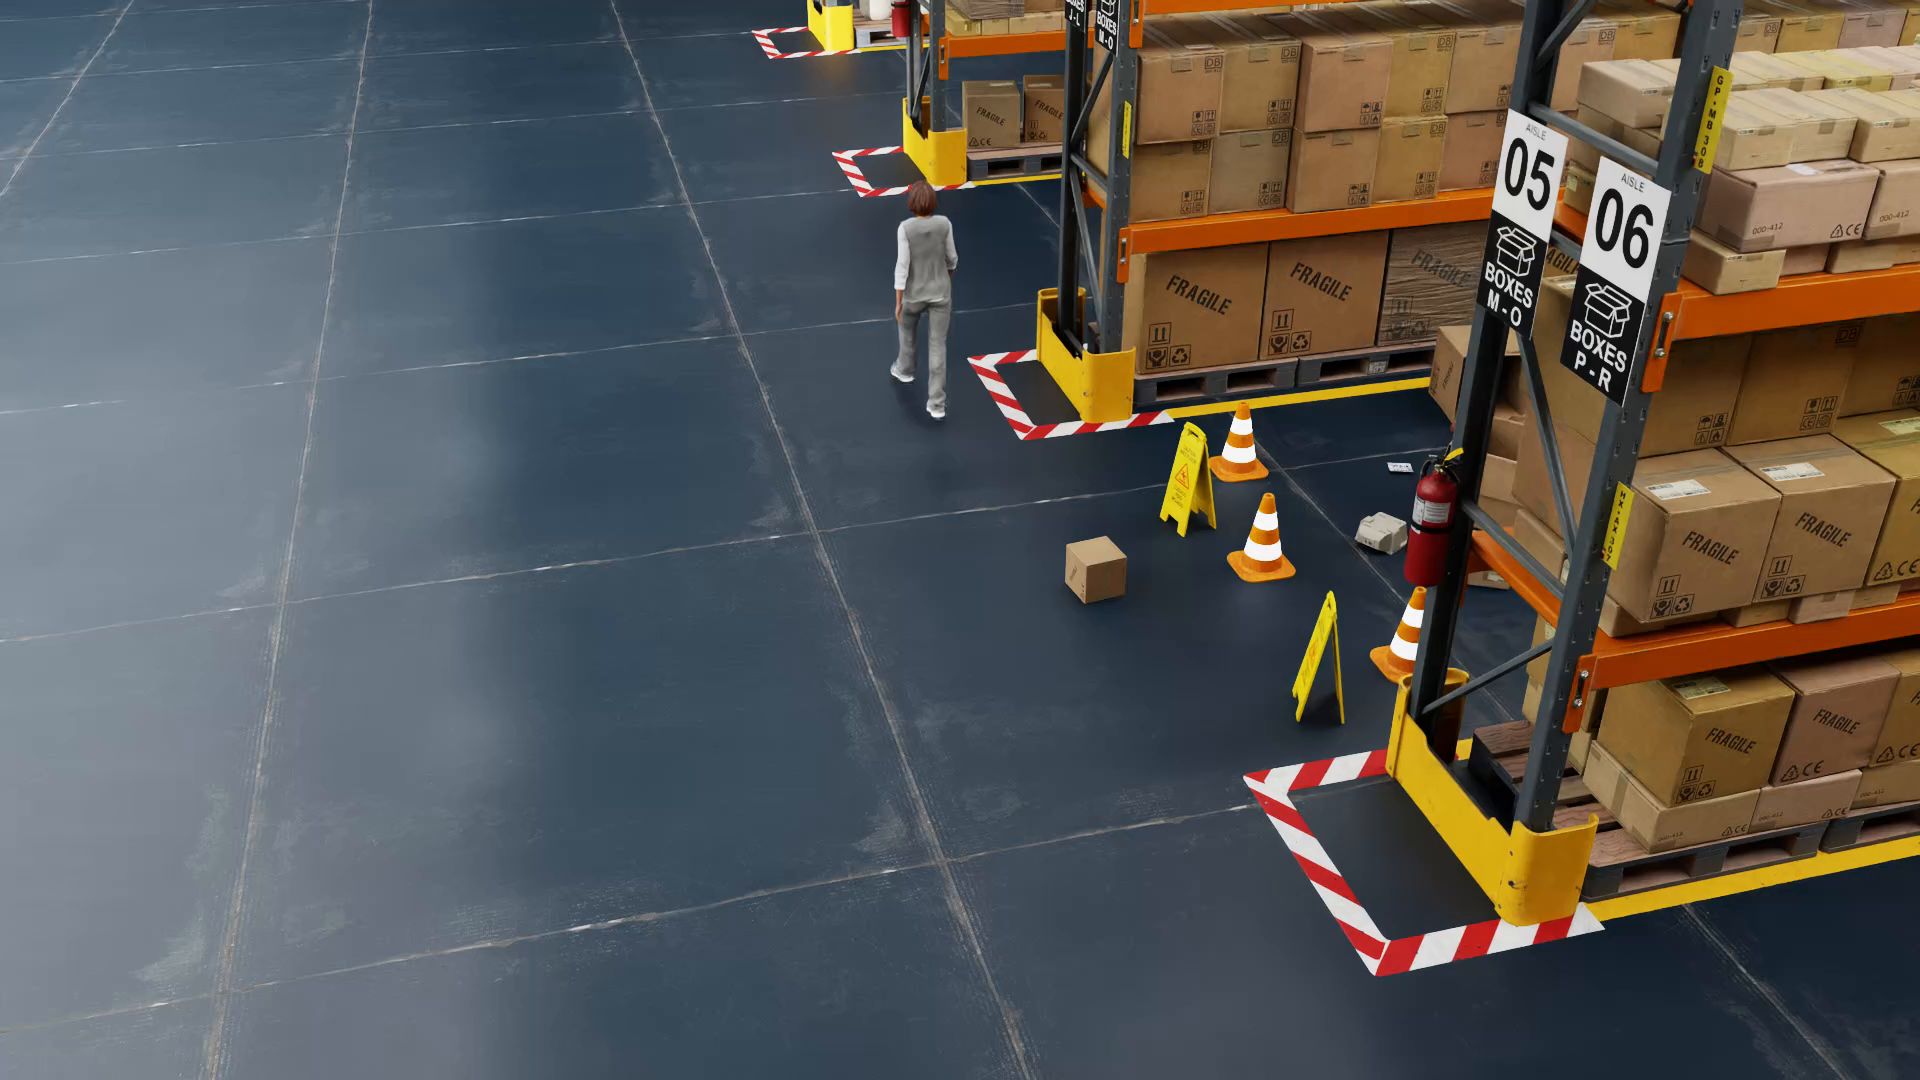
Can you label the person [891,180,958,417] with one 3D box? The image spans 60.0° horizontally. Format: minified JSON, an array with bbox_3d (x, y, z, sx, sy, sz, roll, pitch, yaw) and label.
[{"bbox_3d":[-0.241,-1.657,11.015,0.444,1.539,0.903,-6,31,-10],"label":"person"}]
